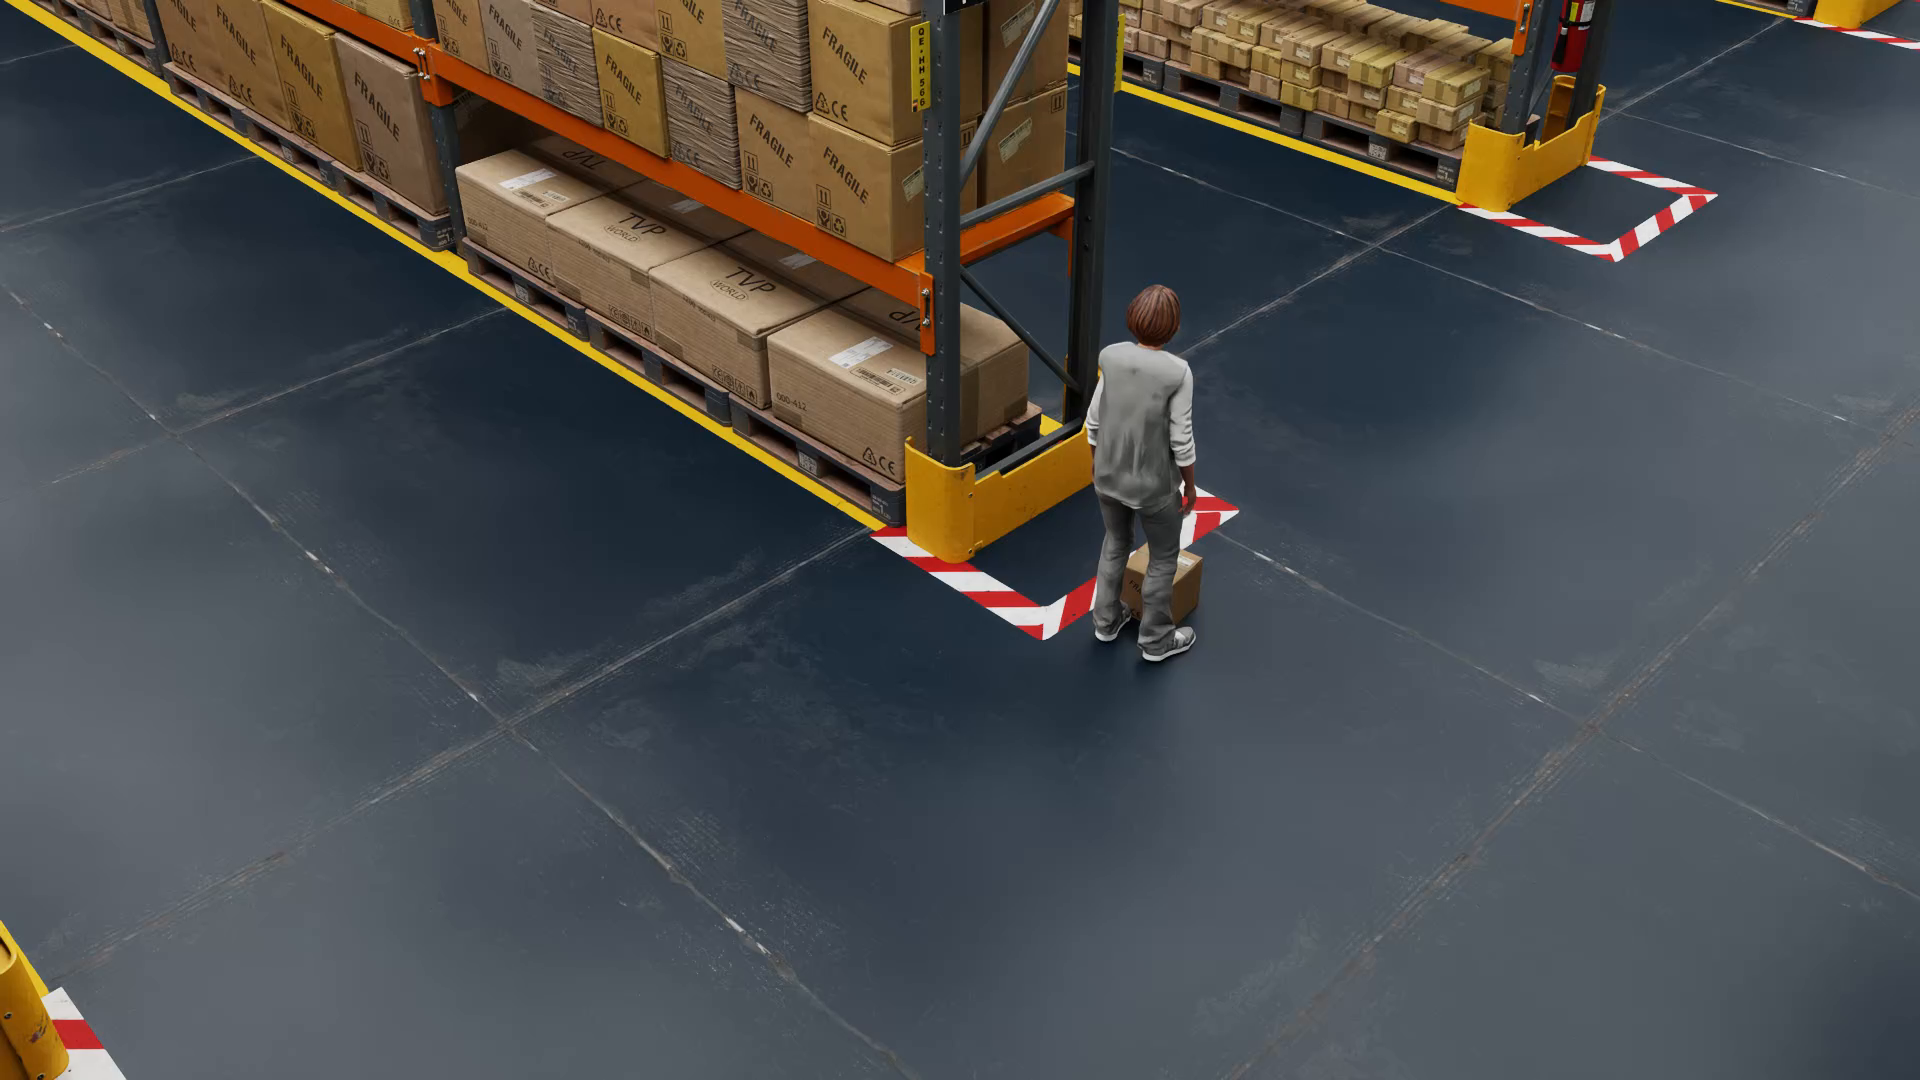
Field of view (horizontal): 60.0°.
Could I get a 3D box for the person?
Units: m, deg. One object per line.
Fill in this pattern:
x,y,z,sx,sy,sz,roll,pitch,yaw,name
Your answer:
0.708,-0.234,6.480,0.485,1.592,0.347,22,41,27,person
